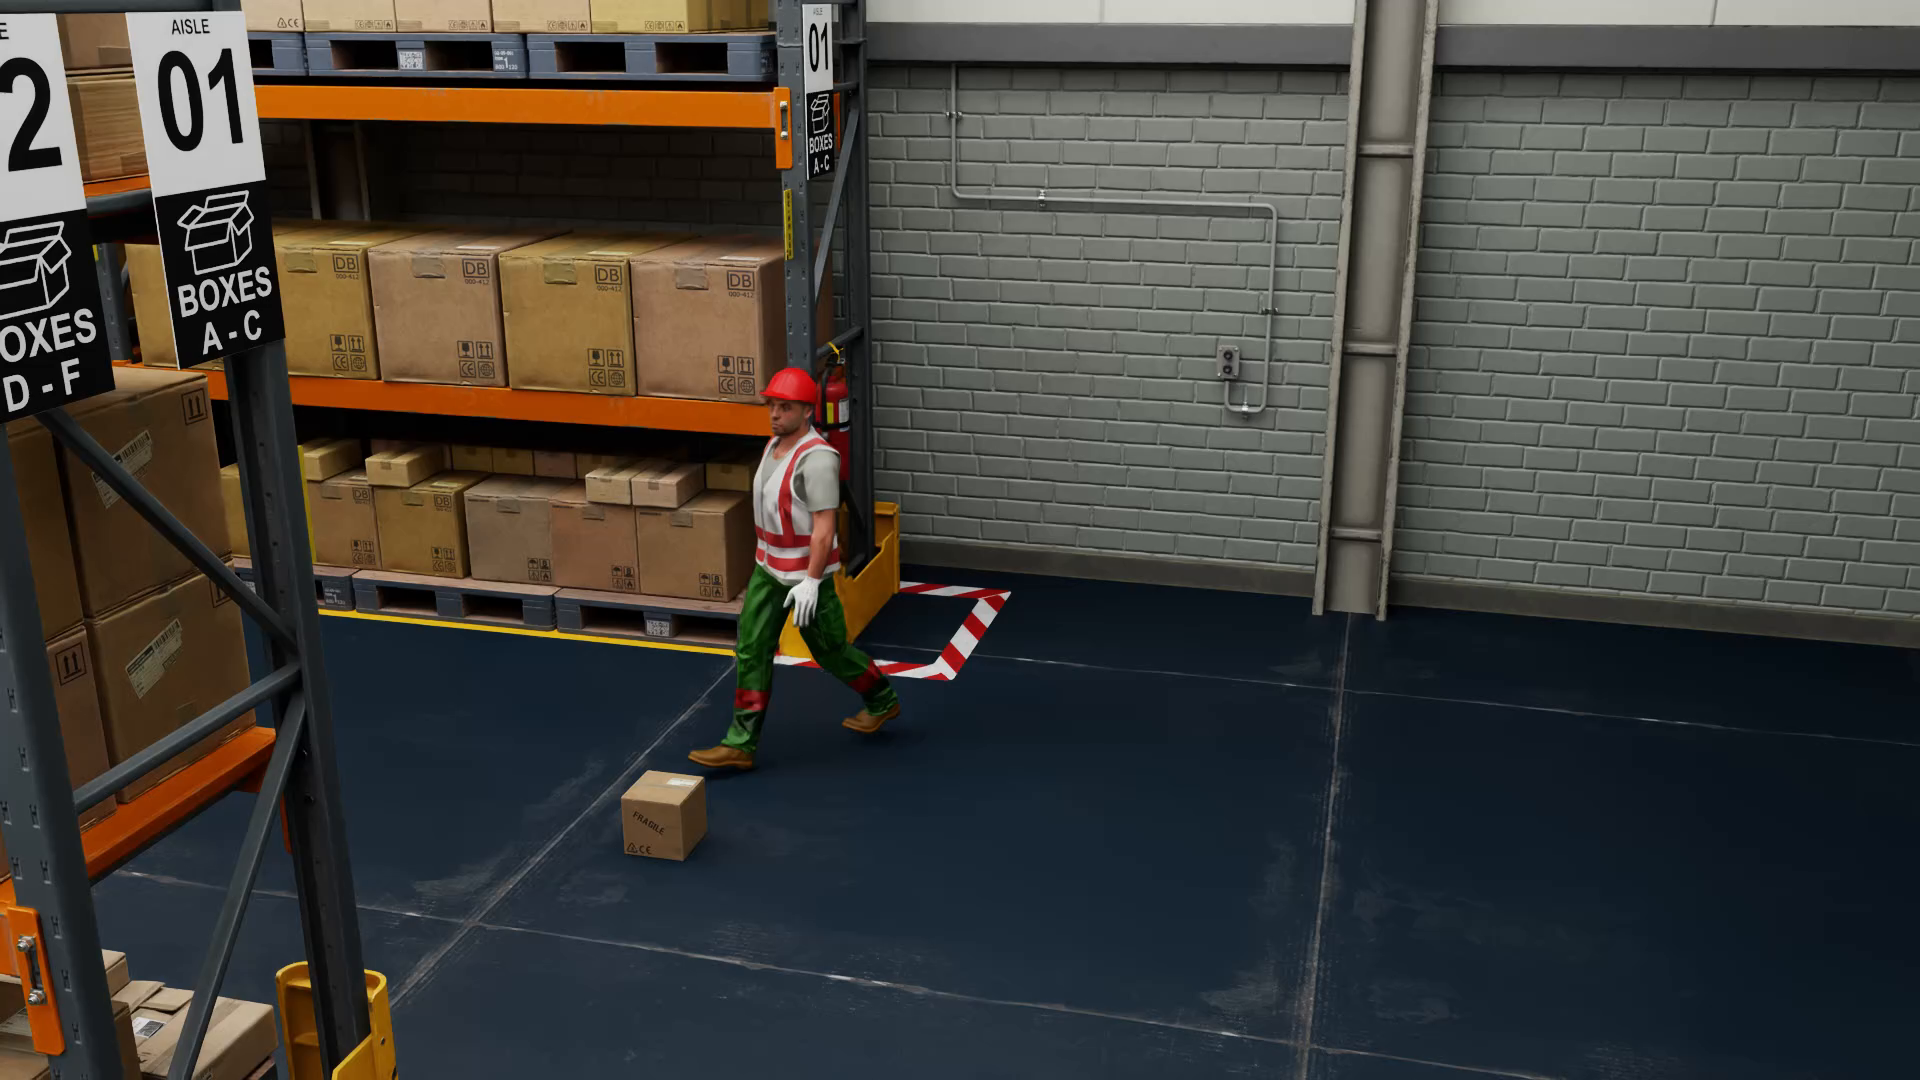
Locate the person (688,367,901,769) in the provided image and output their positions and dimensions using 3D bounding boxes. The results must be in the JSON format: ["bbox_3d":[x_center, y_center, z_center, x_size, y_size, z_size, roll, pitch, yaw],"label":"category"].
[{"bbox_3d":[-0.705,0.131,7.131,1.012,1.761,0.609,-12,22,-33],"label":"person"}]
